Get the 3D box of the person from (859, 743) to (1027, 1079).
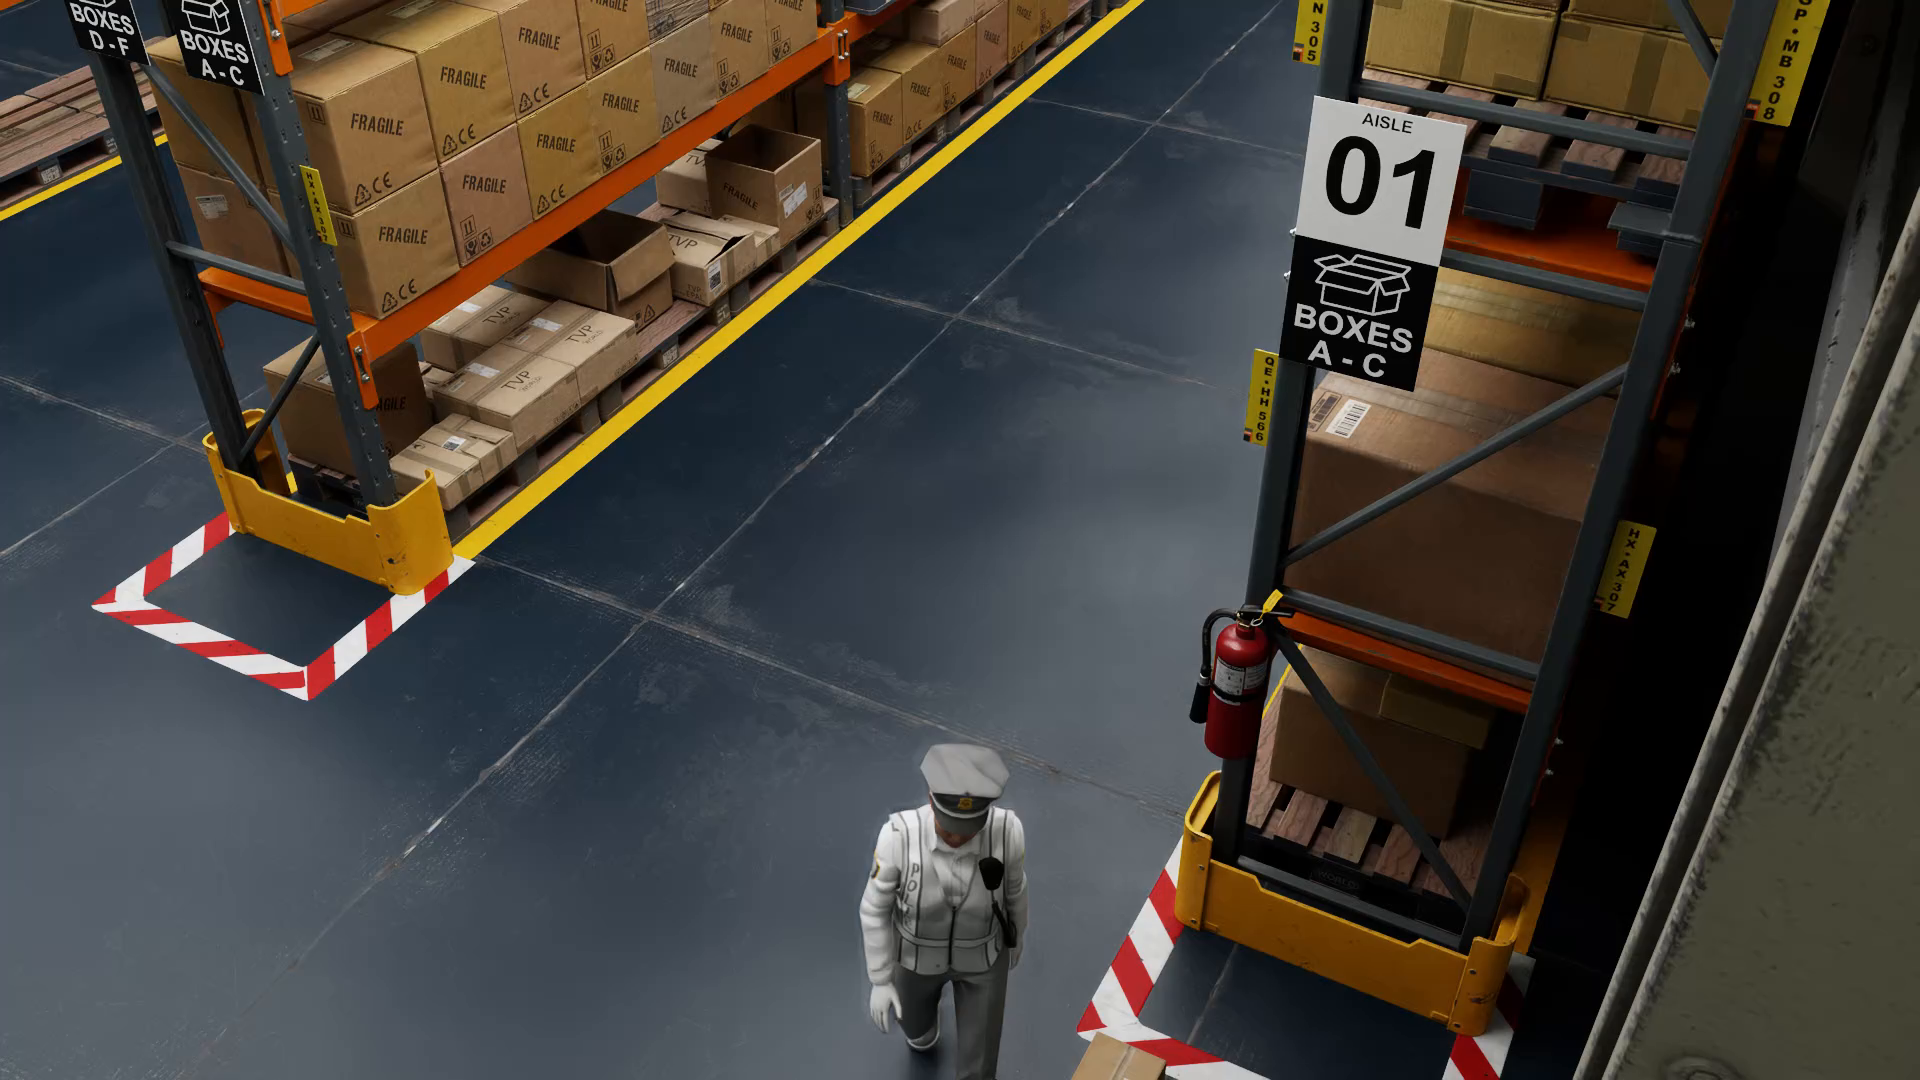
[{"bbox_3d":[-0.044,1.251,5.047,0.508,1.616,0.885,-1,38,-1],"label":"person"}]
